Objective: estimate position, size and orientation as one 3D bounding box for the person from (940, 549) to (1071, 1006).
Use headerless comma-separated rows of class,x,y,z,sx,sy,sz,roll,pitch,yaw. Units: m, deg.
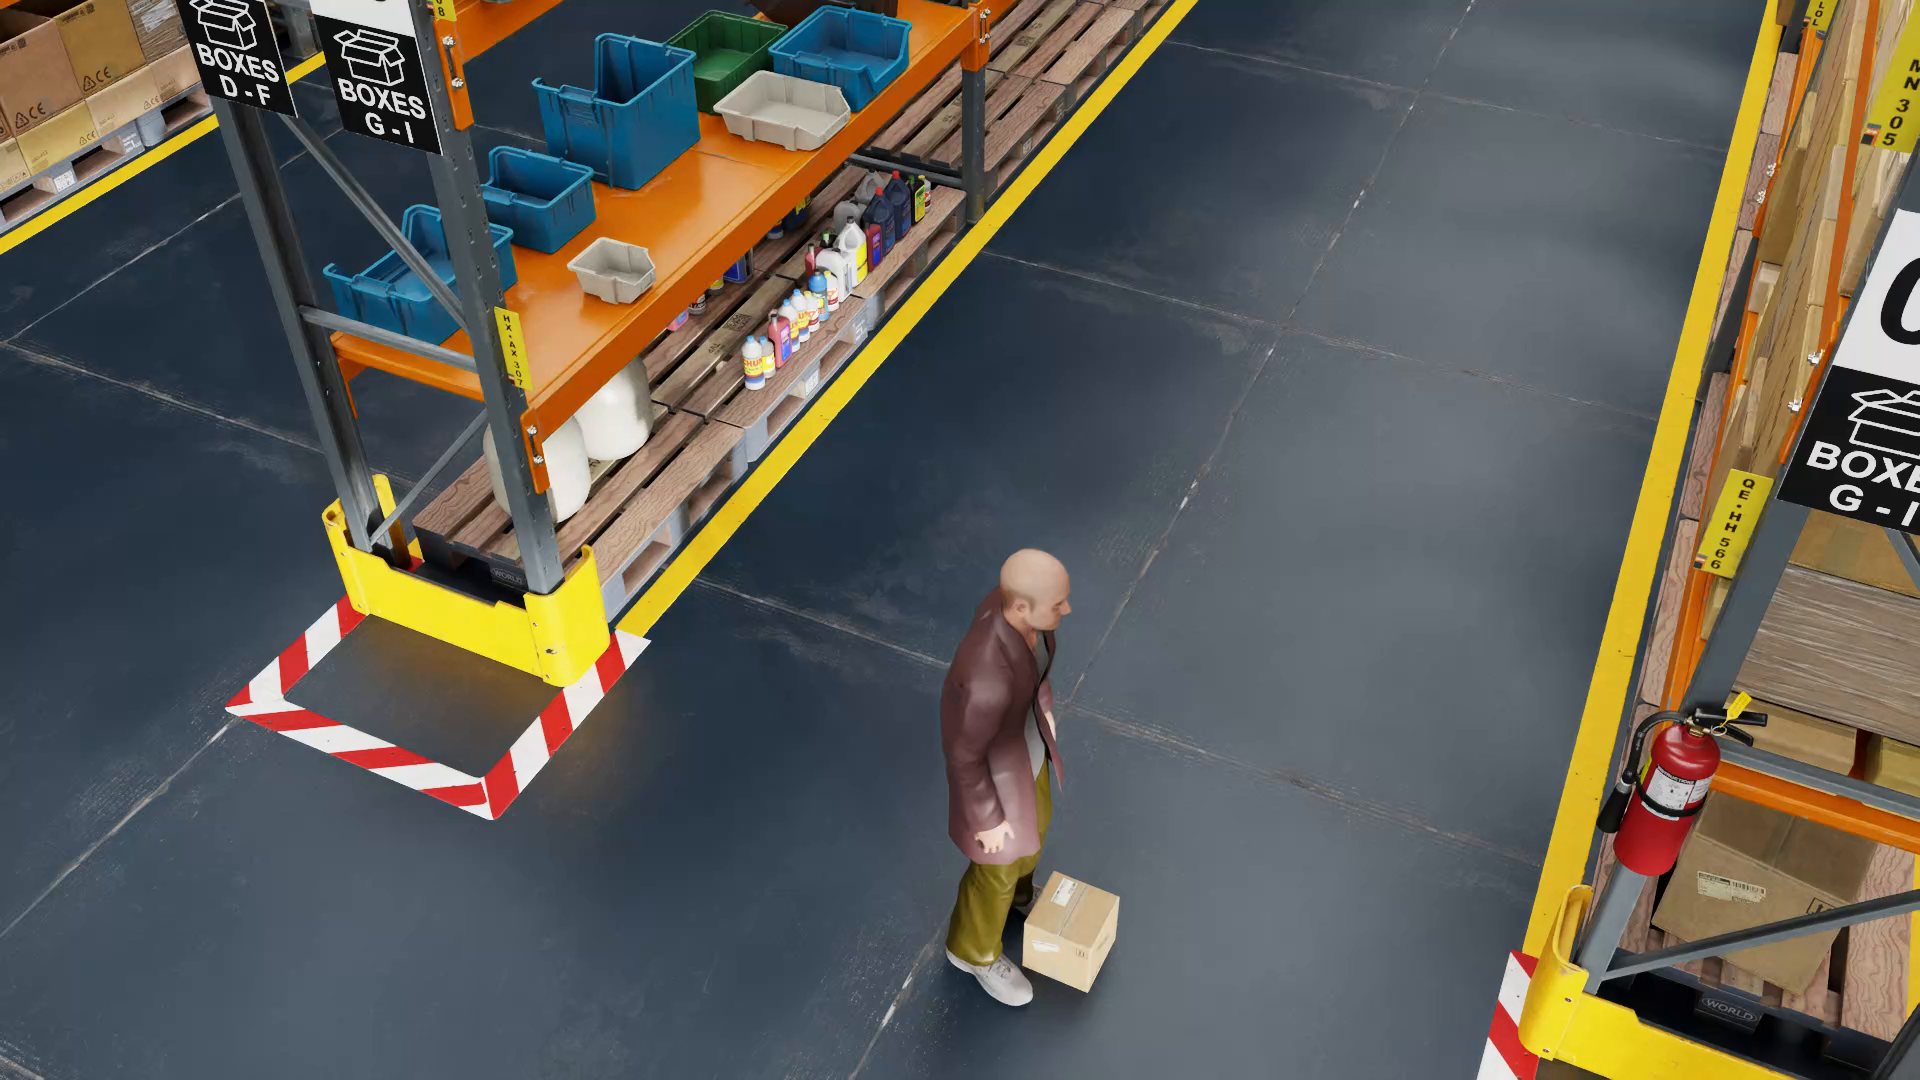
person,0.161,0.715,5.361,0.429,1.772,0.650,15,43,16
